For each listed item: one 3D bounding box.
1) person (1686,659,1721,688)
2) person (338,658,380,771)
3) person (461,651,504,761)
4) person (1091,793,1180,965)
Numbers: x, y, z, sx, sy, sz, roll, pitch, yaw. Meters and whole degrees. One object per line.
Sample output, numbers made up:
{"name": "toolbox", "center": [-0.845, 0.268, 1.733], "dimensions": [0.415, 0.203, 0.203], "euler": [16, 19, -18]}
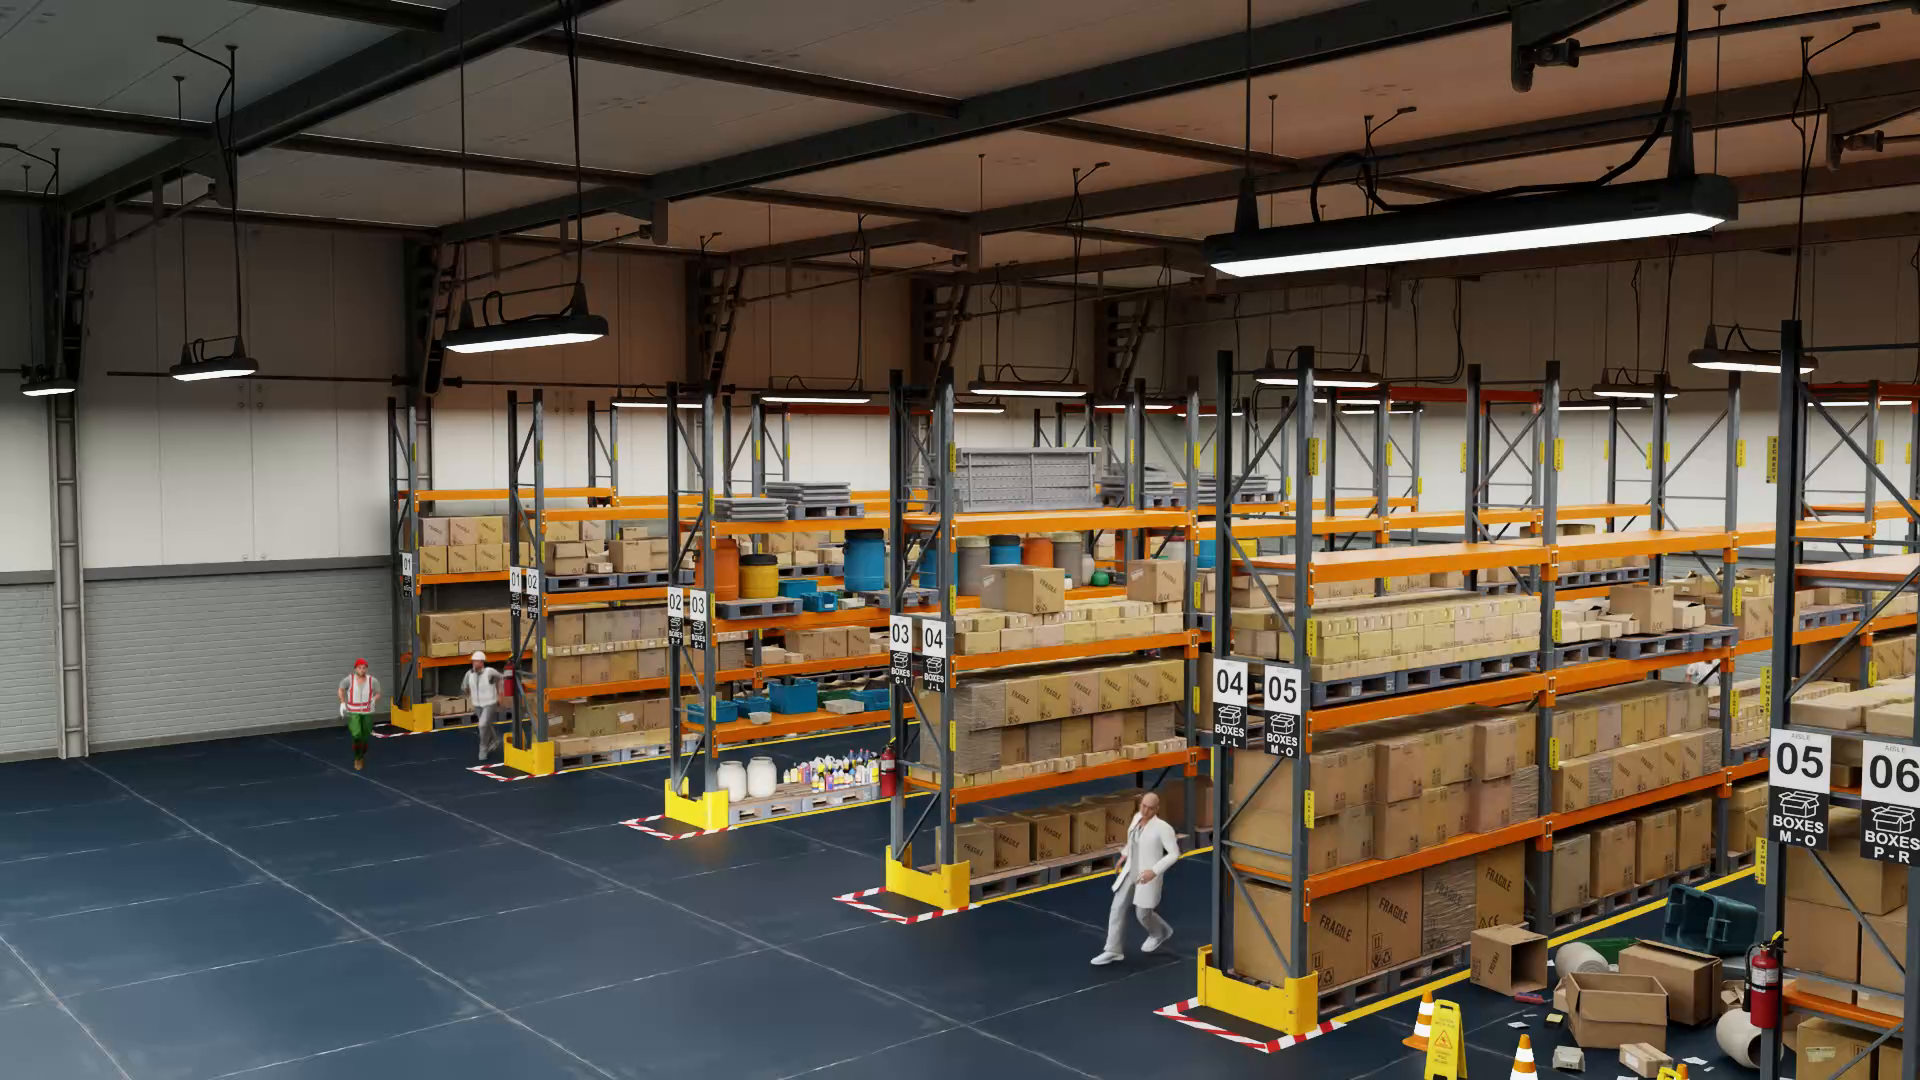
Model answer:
{"name": "person", "center": [12.999, 2.647, 28.974], "dimensions": [0.678, 1.695, 0.666], "euler": [1, 3, 15]}
{"name": "person", "center": [-9.493, 2.754, 26.328], "dimensions": [0.605, 1.784, 0.820], "euler": [-2, 4, -27]}
{"name": "person", "center": [-7.827, 2.689, 27.338], "dimensions": [0.641, 1.756, 0.924], "euler": [1, 4, 18]}
{"name": "person", "center": [1.871, 3.341, 16.435], "dimensions": [0.969, 1.732, 0.775], "euler": [-3, 5, -42]}
